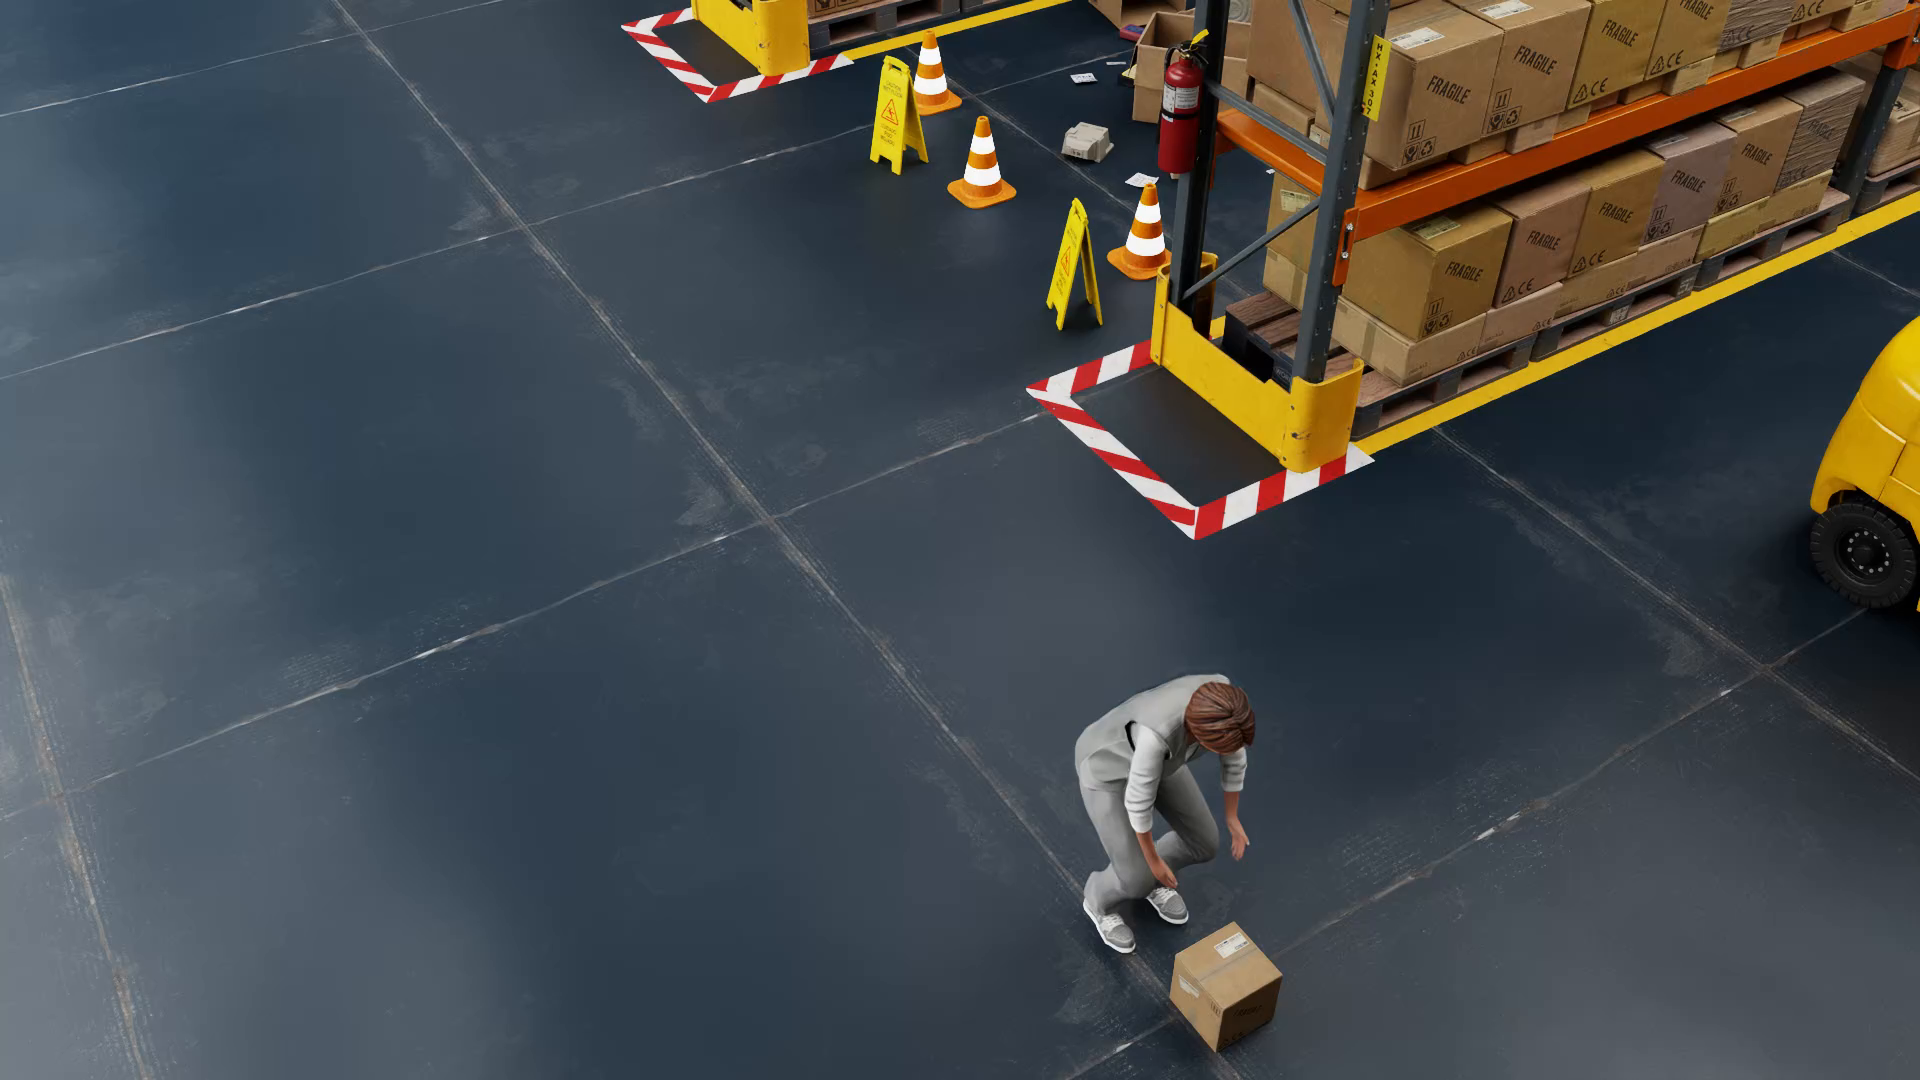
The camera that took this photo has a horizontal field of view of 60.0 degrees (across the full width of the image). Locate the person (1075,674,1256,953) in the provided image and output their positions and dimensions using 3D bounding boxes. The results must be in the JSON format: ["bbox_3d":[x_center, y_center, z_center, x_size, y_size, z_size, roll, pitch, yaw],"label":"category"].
[{"bbox_3d":[0.667,0.831,5.433,0.462,1.325,0.640,-23,46,-24],"label":"person"}]
